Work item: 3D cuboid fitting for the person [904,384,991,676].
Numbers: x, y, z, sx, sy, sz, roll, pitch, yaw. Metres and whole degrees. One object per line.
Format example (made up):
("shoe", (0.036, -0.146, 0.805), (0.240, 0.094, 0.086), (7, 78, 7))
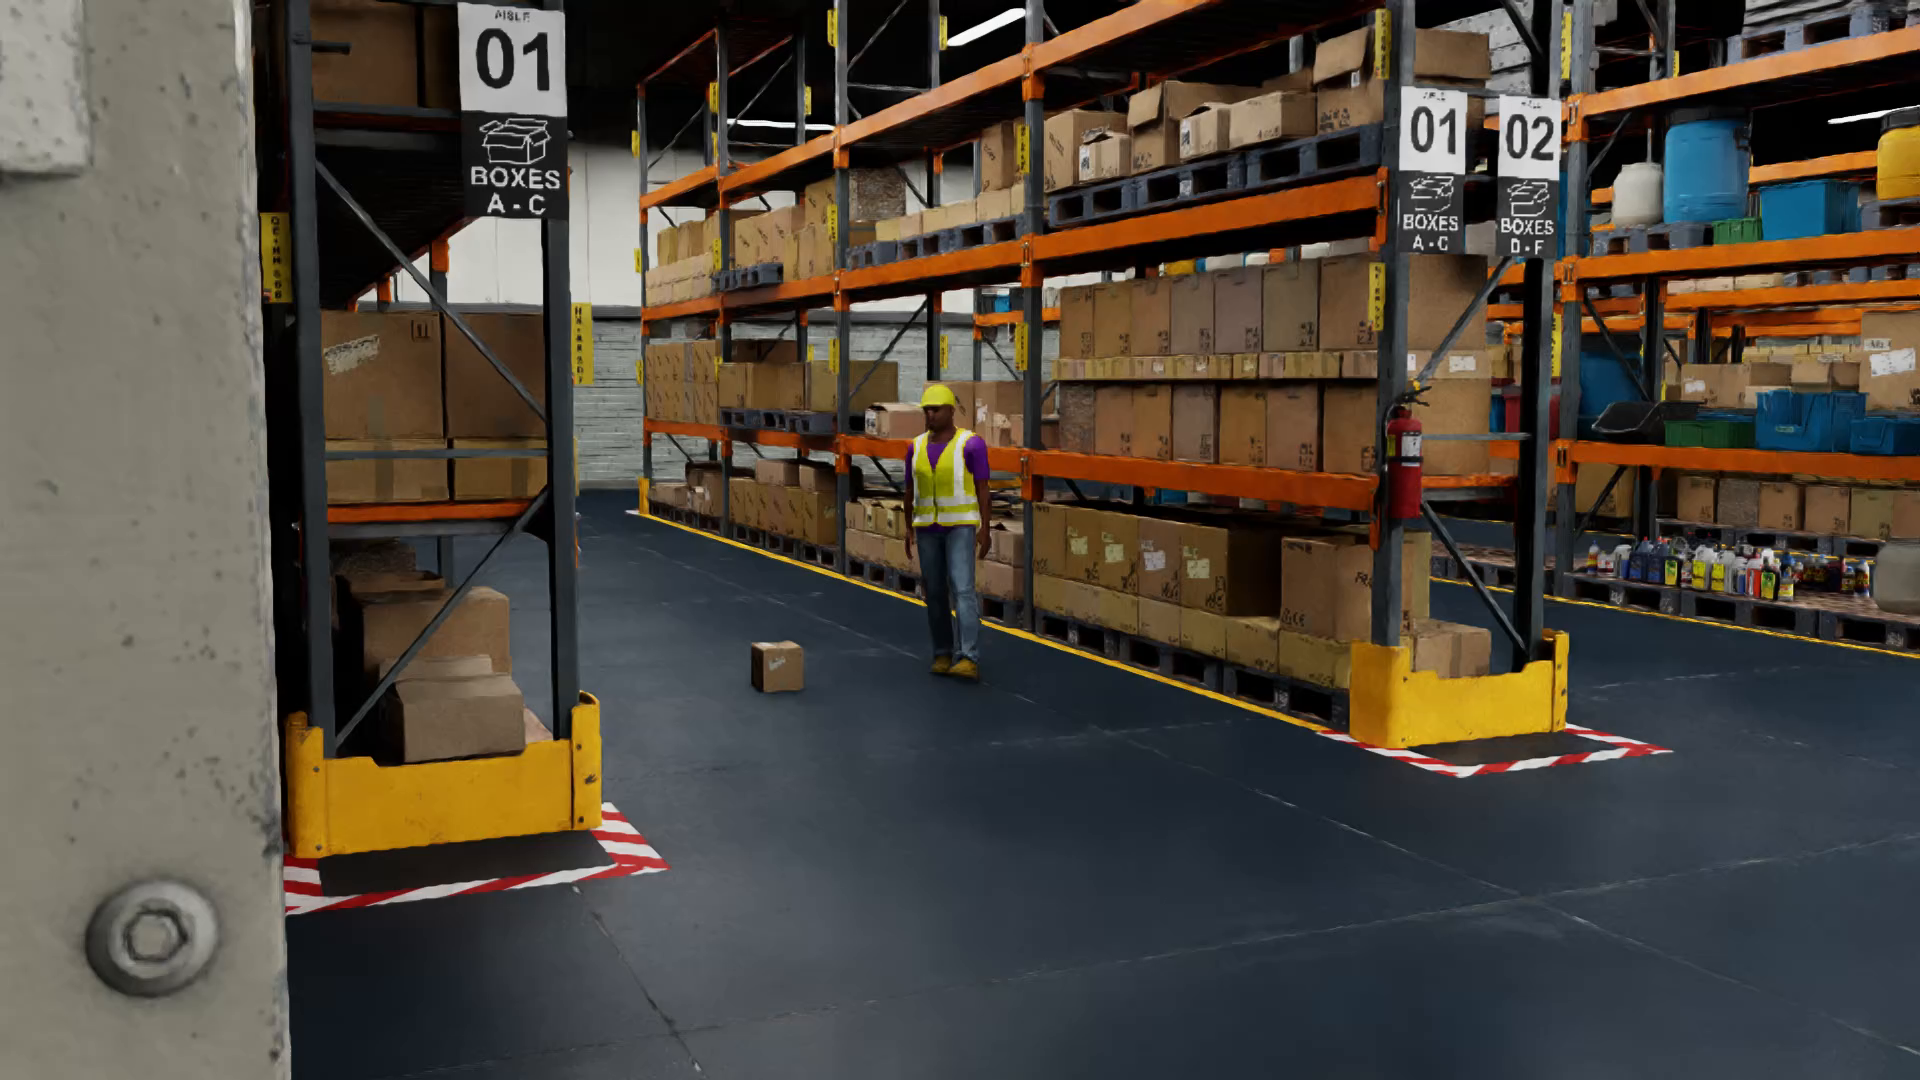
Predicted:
("person", (-0.132, -0.053, 10.047), (0.600, 1.765, 0.632), (2, 6, 23))
